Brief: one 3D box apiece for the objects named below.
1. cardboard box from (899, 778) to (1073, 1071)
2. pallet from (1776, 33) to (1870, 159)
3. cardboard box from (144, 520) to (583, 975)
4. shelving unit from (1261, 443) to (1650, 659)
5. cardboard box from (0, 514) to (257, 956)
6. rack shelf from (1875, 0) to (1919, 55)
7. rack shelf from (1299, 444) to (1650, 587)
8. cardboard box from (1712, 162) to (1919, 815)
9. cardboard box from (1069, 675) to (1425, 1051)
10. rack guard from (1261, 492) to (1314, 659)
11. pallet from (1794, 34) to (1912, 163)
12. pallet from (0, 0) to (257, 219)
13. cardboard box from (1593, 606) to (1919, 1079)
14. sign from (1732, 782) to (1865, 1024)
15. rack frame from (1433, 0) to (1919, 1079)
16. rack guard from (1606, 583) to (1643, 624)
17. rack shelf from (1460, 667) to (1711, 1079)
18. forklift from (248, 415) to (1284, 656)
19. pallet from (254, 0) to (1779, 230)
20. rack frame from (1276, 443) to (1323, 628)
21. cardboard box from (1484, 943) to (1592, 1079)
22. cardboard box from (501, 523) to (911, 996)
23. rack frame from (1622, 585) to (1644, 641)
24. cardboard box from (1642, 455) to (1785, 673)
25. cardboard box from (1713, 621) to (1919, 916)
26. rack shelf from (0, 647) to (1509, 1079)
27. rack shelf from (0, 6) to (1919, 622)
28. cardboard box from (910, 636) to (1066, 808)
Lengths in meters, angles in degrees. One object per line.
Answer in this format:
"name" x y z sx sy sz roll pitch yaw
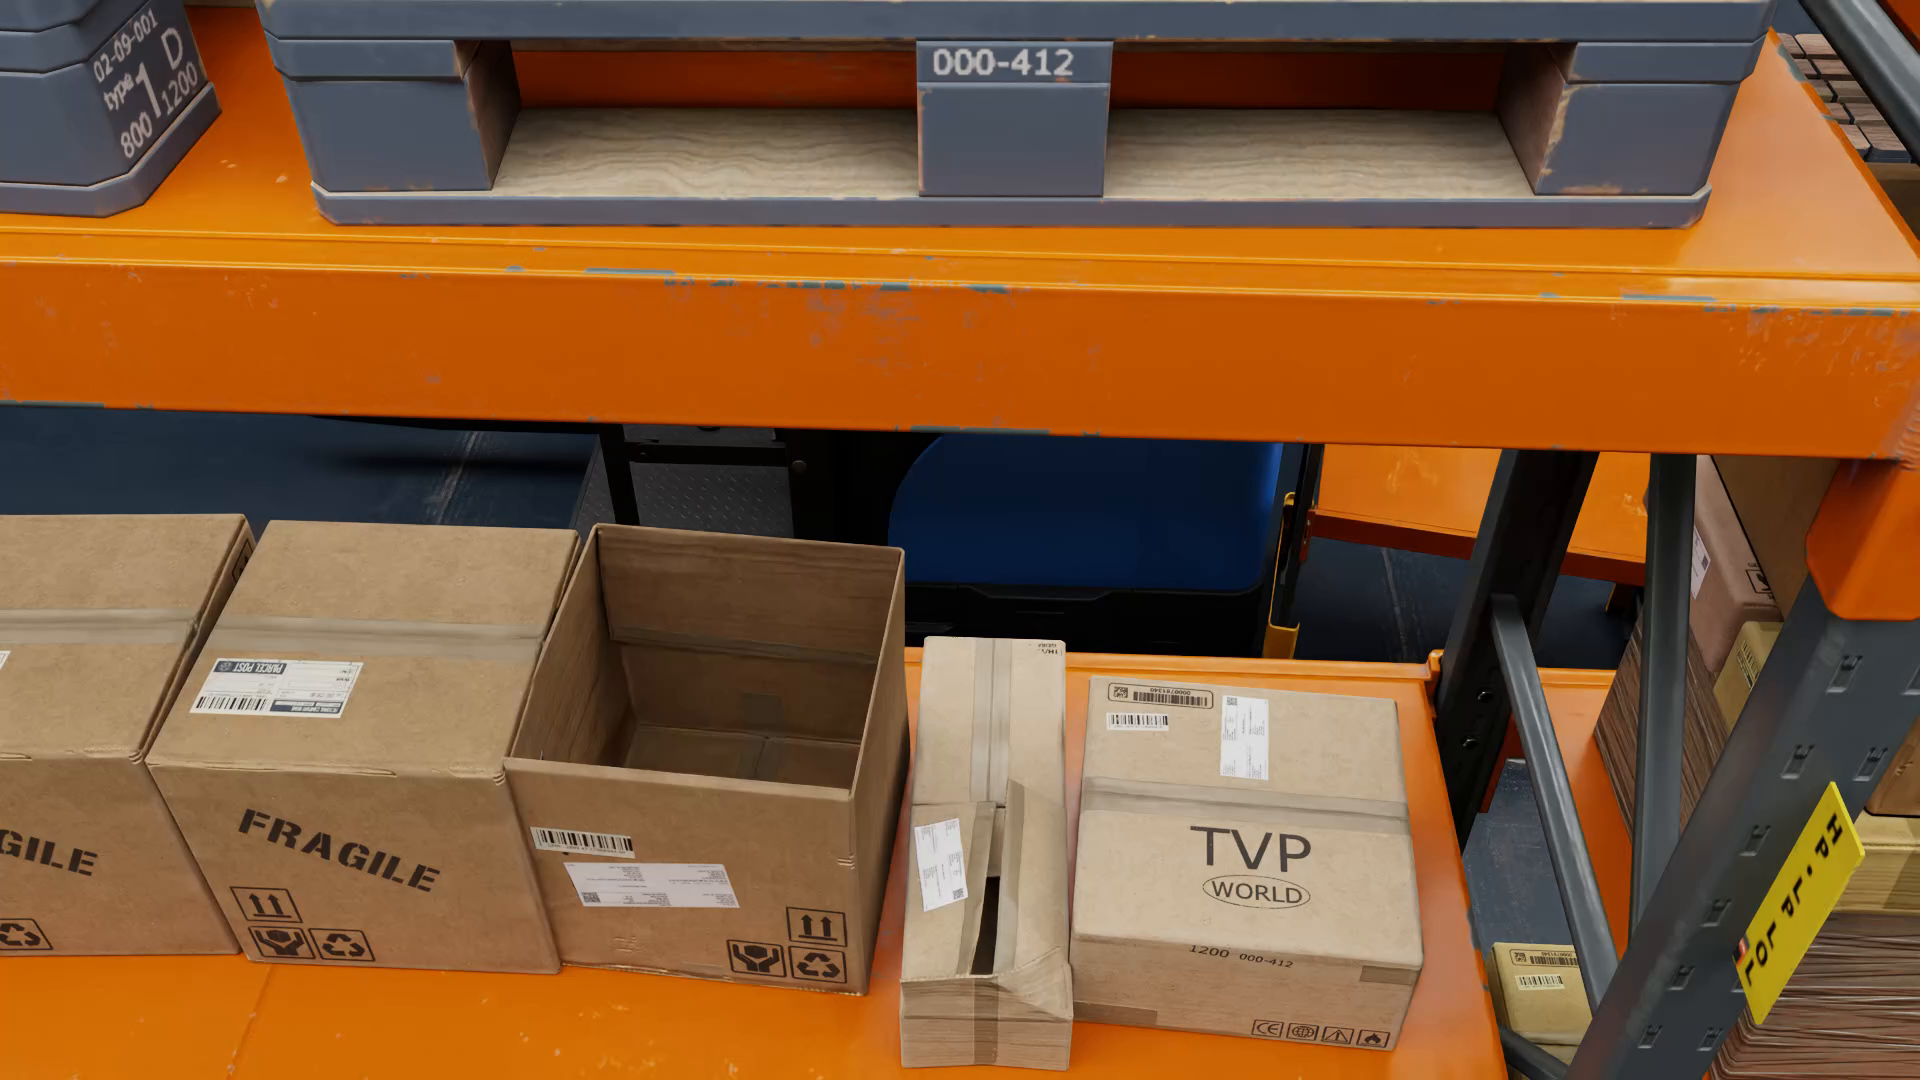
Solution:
"cardboard box" 0.043 0.574 2.531 0.258 0.266 0.396 1 43 1
"pallet" 3.047 -1.841 7.071 1.213 0.211 1.003 2 43 2
"cardboard box" -0.864 0.324 2.628 0.500 0.500 0.500 2 43 2
"shelving unit" 1.449 -0.235 4.402 1.083 1.500 0.587 9 44 10
"cardboard box" -1.390 0.308 2.645 0.500 0.500 0.500 0 43 0
"rack shelf" 2.927 -0.346 1.748 4.000 0.370 1.077 2 43 2
"rack shelf" 1.458 -0.102 4.523 1.000 0.185 0.538 9 44 10
"cardboard box" 1.373 -0.075 2.104 0.500 0.500 0.700 2 43 2
"cardboard box" 0.435 0.497 2.626 0.500 0.250 0.500 4 43 5
"rack guard" 0.964 0.145 4.911 0.087 0.250 0.587 9 44 10
"pallet" 4.263 -1.801 7.029 1.213 0.211 1.003 2 43 2
"pallet" -1.267 -0.732 1.773 1.213 0.211 1.003 4 43 4
"cardboard box" 1.373 0.400 2.547 0.500 0.500 0.700 1 43 1
"sign" 0.915 0.402 1.826 0.005 0.325 0.100 2 43 2
"rack frame" 0.929 0.427 2.591 0.127 3.000 1.000 2 43 2
"rack guard" 1.934 0.299 4.746 0.087 0.250 0.587 9 44 10
"rack shelf" 2.927 0.752 2.770 4.000 0.370 1.077 2 43 2
"forklift" -0.629 -1.091 4.271 3.031 2.935 1.130 2 43 2
"pallet" 0.048 -0.619 1.653 1.217 0.209 0.805 0 43 0
"rack frame" 0.962 -0.312 4.485 0.032 1.500 0.500 9 44 10
"cardboard box" 1.402 1.145 3.529 0.500 0.250 0.500 2 43 2
"cardboard box" -0.363 0.340 2.611 0.500 0.500 0.500 5 43 5
"rack frame" 1.953 -0.155 4.317 0.032 1.500 0.500 9 44 10
"cardboard box" 1.211 0.016 2.483 0.250 0.149 0.380 2 43 2
"cardboard box" 1.189 0.293 2.185 0.250 0.149 0.380 2 43 2
"rack shelf" -1.069 0.629 2.902 4.000 0.370 1.077 2 43 2
"rack shelf" -1.069 -0.469 1.879 4.000 0.370 1.077 2 43 2
"cardboard box" 0.053 0.353 2.855 0.250 0.149 0.380 2 43 2
